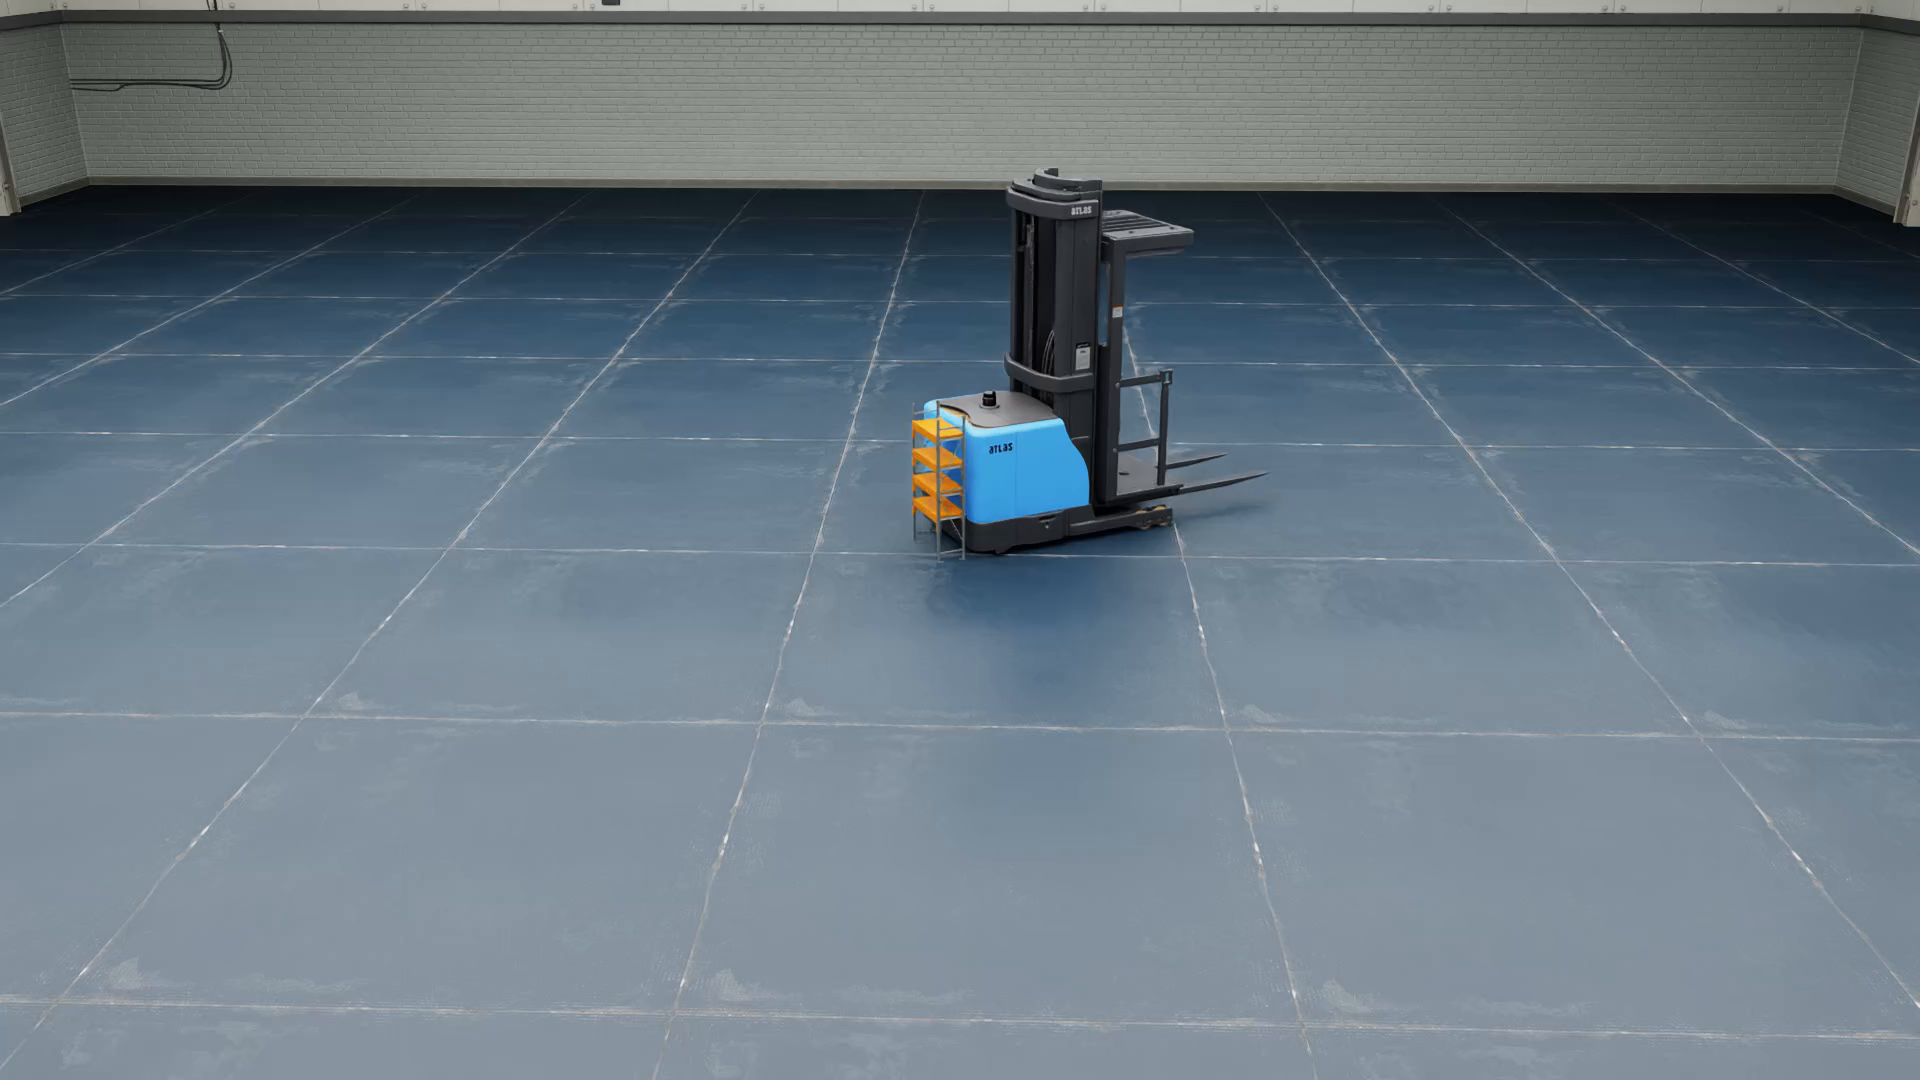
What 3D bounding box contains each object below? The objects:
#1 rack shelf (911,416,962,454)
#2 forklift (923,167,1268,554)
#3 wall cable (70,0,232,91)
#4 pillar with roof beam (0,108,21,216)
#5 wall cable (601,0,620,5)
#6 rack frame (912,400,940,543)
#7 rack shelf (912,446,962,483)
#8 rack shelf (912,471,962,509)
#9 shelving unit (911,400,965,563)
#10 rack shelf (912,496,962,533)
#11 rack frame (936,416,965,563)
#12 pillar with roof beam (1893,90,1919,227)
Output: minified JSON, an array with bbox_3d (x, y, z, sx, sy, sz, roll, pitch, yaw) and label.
[{"bbox_3d":[-0.174,-0.838,13.236,0.258,0.148,0.480,-9,23,-23],"label":"rack shelf"},{"bbox_3d":[1.233,-1.611,13.921,3.031,2.935,1.130,-11,24,-25],"label":"forklift"},{"bbox_3d":[-14.633,-9.287,29.611,3.097,2.526,0.112,1,21,2],"label":"wall cable"},{"bbox_3d":[-11.741,-9.637,26.219,9.100,9.000,0.400,1,21,2],"label":"pillar with roof beam"},{"bbox_3d":[-5.145,-12.210,28.150,2.305,6.003,0.169,1,21,2],"label":"wall cable"},{"bbox_3d":[-0.276,-0.551,13.585,0.240,1.200,0.015,-9,23,-23],"label":"rack frame"},{"bbox_3d":[-0.174,-0.617,13.322,0.258,0.148,0.480,-9,23,-23],"label":"rack shelf"},{"bbox_3d":[-0.174,-0.409,13.403,0.258,0.148,0.480,-9,23,-23],"label":"rack shelf"},{"bbox_3d":[-0.174,-0.471,13.378,0.258,1.200,0.503,-9,23,-23],"label":"shelving unit"},{"bbox_3d":[-0.174,-0.223,13.475,0.258,0.148,0.480,-9,23,-23],"label":"rack shelf"},{"bbox_3d":[-0.072,-0.391,13.172,0.240,1.200,0.015,-9,23,-23],"label":"rack frame"},{"bbox_3d":[11.138,-9.385,25.570,9.100,9.000,0.400,1,21,2],"label":"pillar with roof beam"}]
